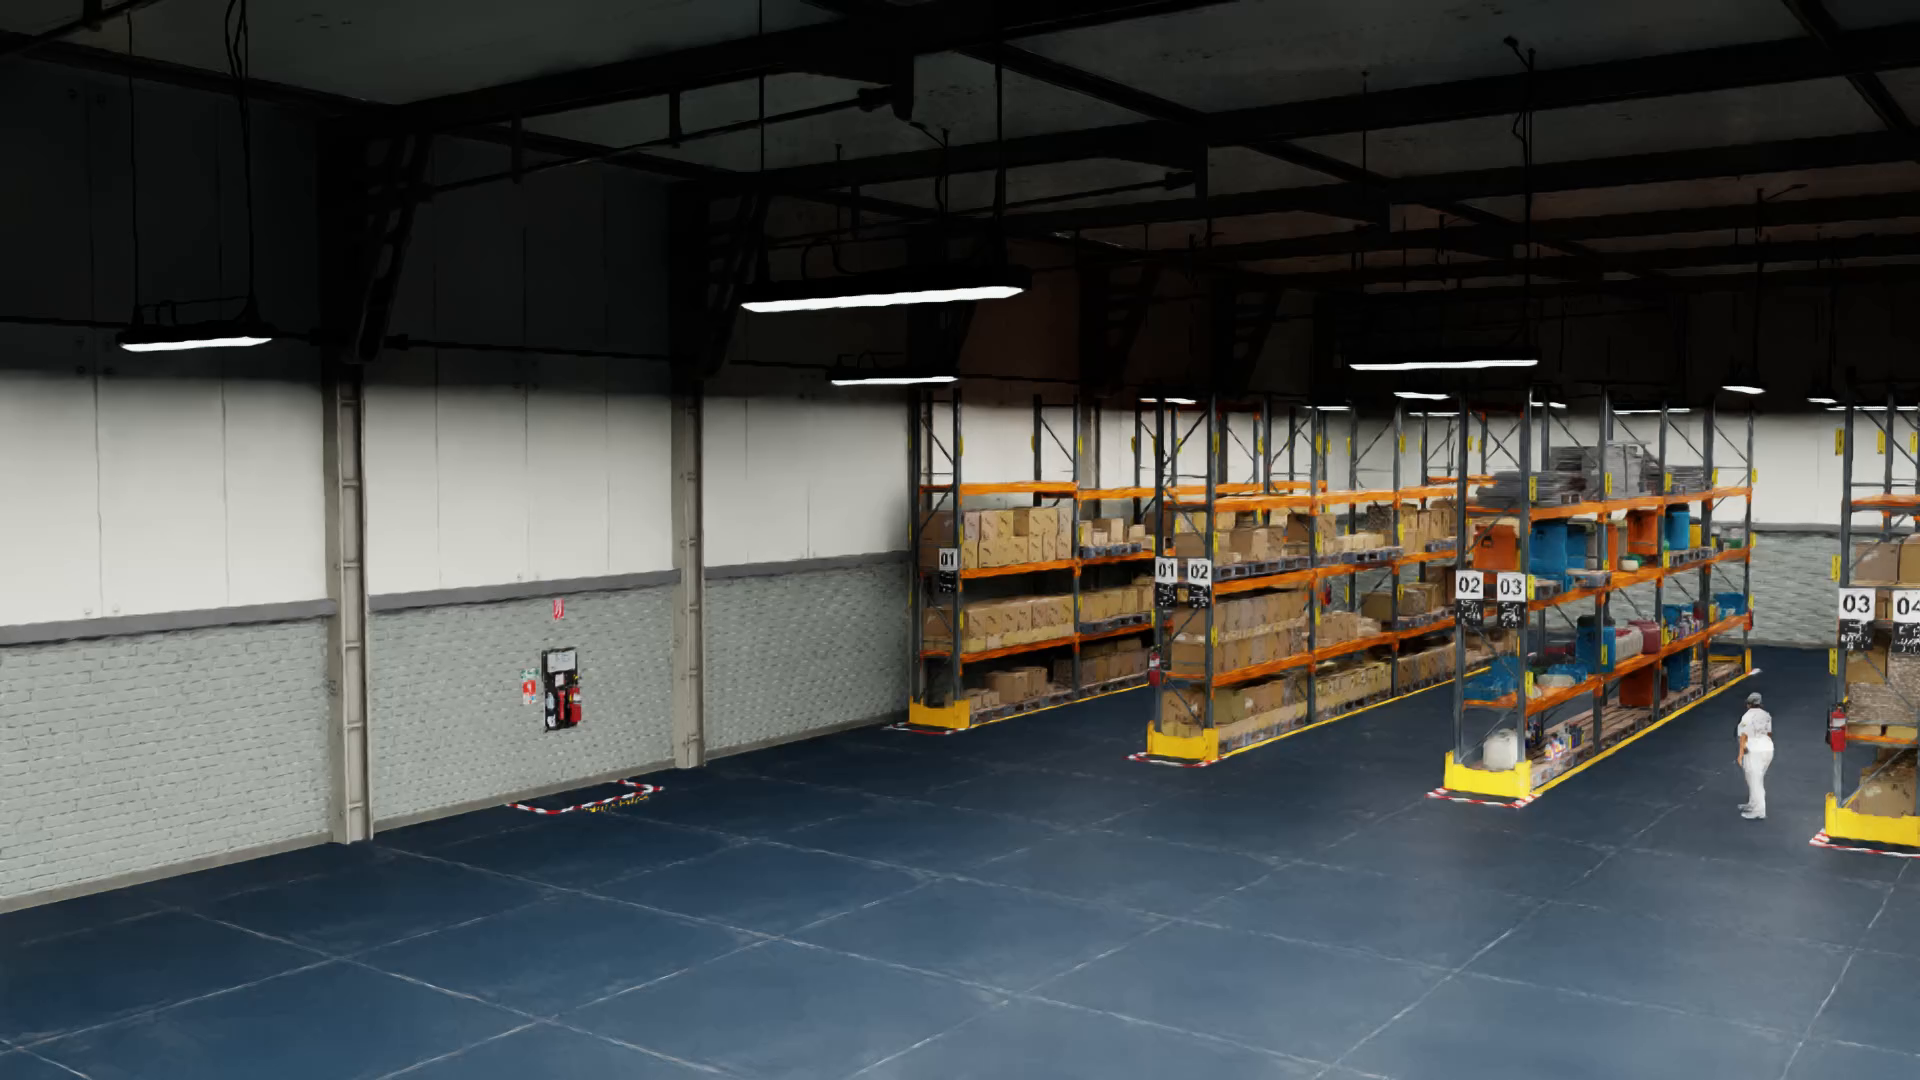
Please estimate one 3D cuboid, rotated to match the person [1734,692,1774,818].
[{"bbox_3d":[10.714,2.880,22.471,0.611,1.657,0.567,-2,4,-31],"label":"person"}]
